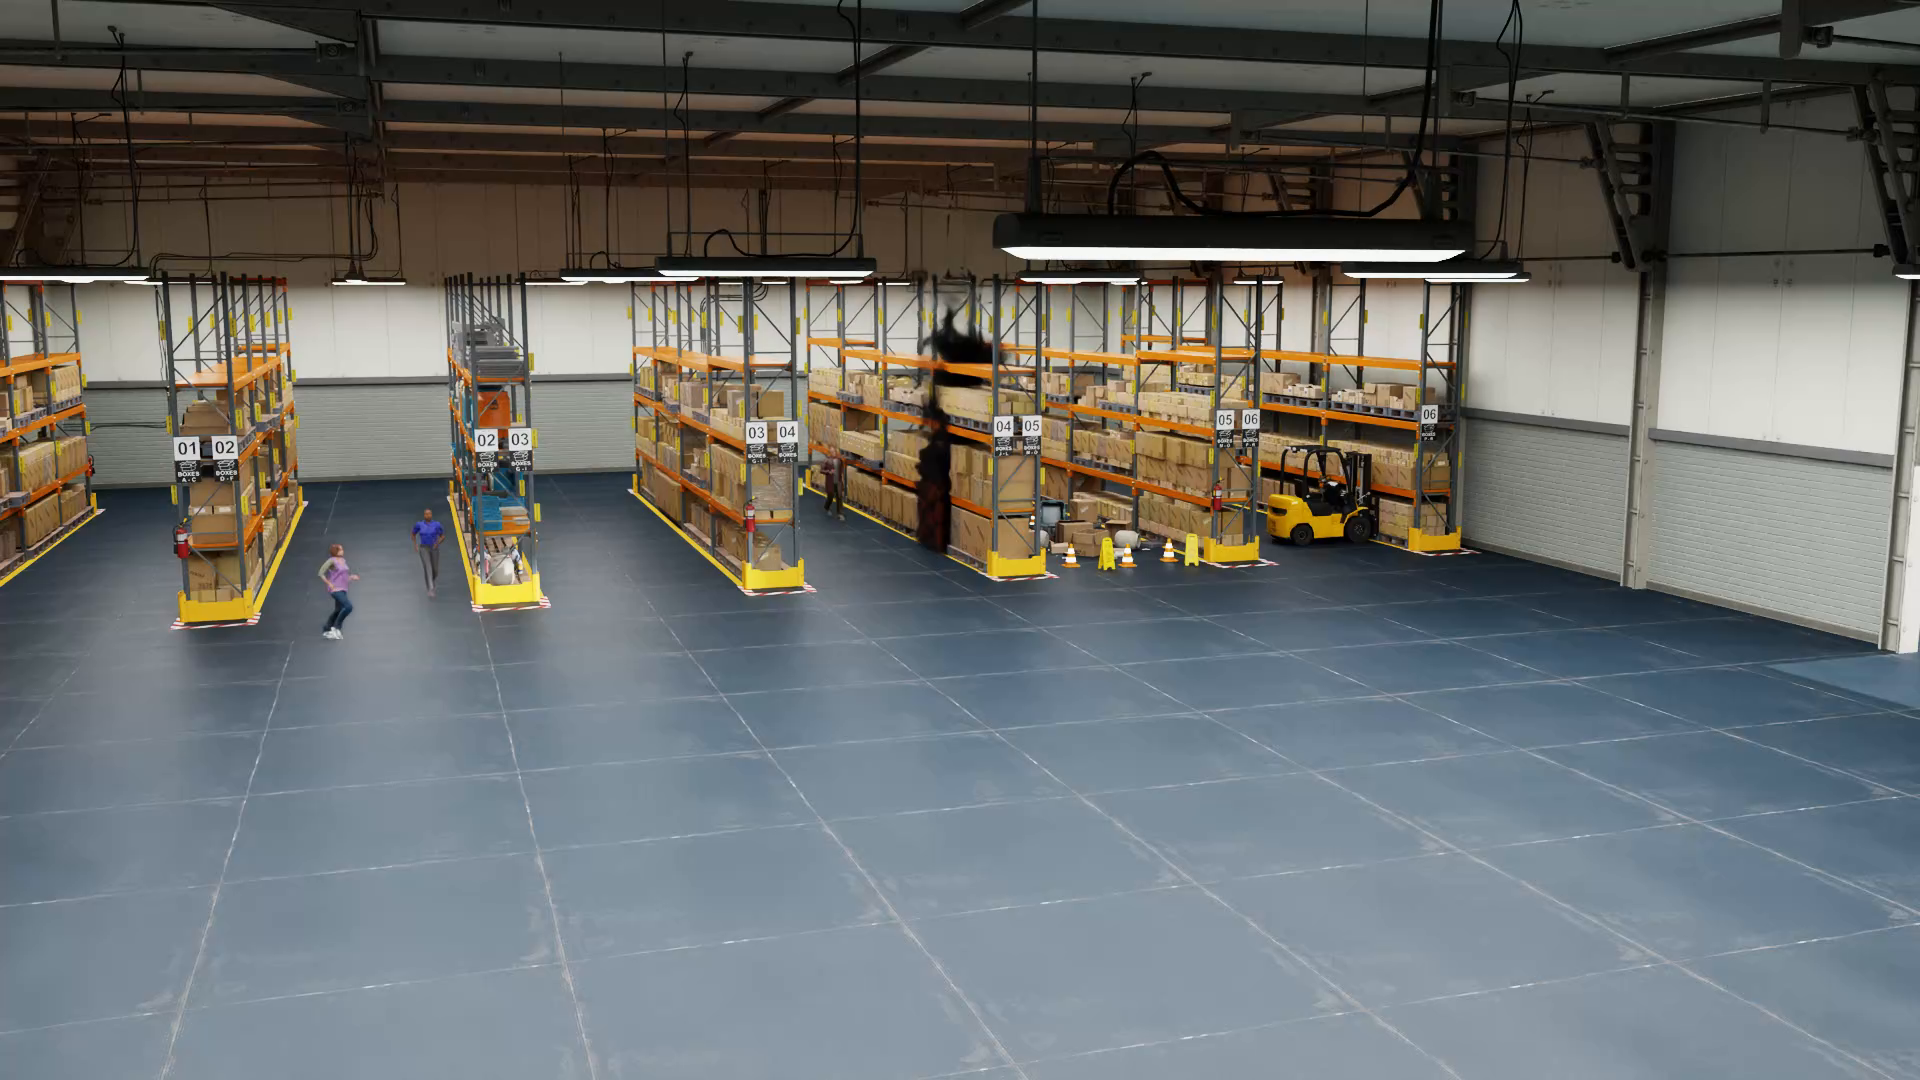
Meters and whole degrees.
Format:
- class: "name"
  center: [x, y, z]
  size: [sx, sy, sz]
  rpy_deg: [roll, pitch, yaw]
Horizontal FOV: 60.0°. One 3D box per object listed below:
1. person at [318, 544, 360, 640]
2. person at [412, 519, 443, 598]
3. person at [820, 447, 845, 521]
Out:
- class: "person"
  center: [-10.165, 0.847, 27.223]
  size: [0.652, 1.583, 0.512]
  rpy_deg: [1, 9, 6]
- class: "person"
  center: [-9.975, 0.310, 31.239]
  size: [0.555, 1.446, 0.791]
  rpy_deg: [-4, 9, -24]
- class: "person"
  center: [-3.150, -1.412, 41.362]
  size: [0.708, 1.791, 1.039]
  rpy_deg: [-4, 9, -24]
